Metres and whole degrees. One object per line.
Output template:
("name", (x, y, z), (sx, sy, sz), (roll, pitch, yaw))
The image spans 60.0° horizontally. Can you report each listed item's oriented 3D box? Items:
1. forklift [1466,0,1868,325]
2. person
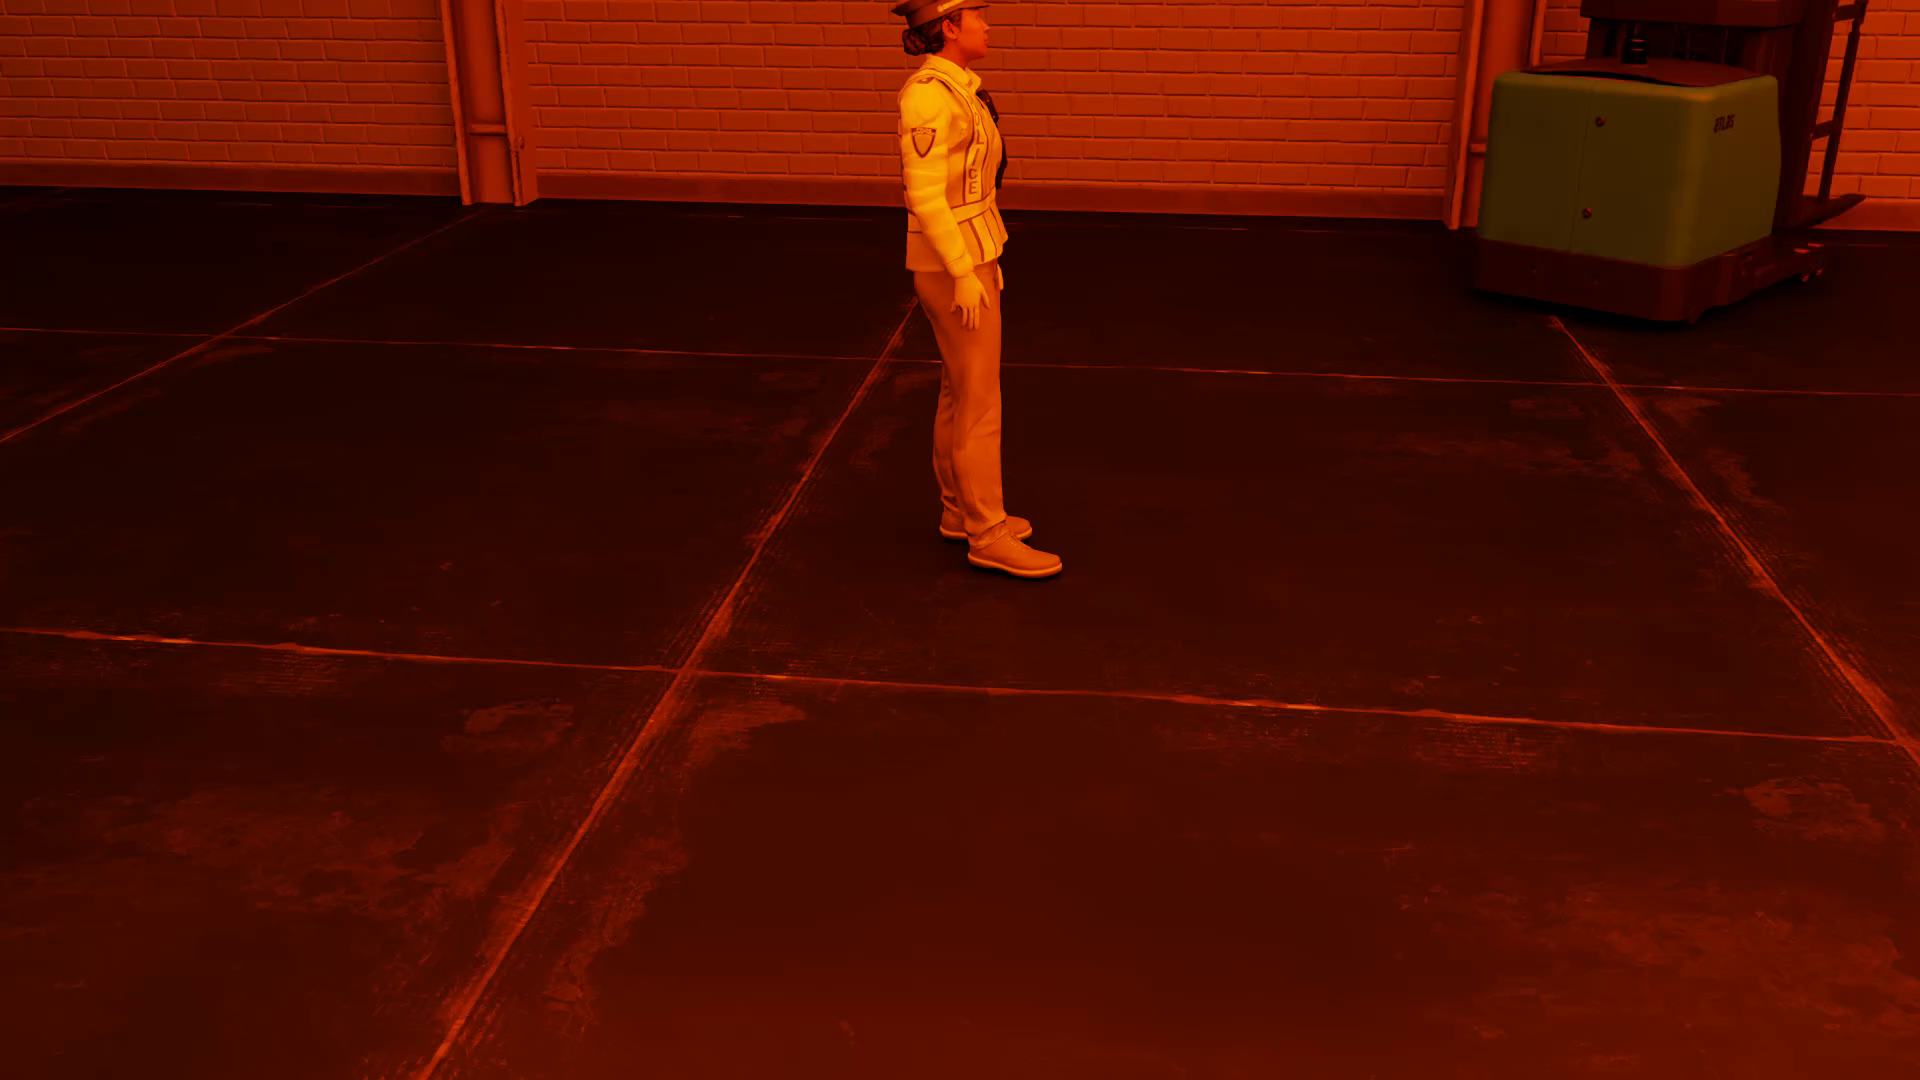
("forklift", (3.842, -2.790, 8.181), (1.130, 2.935, 3.031), (20, 29, 40))
("person", (0.068, -0.787, 4.843), (0.530, 1.694, 0.586), (3, 22, 7))
